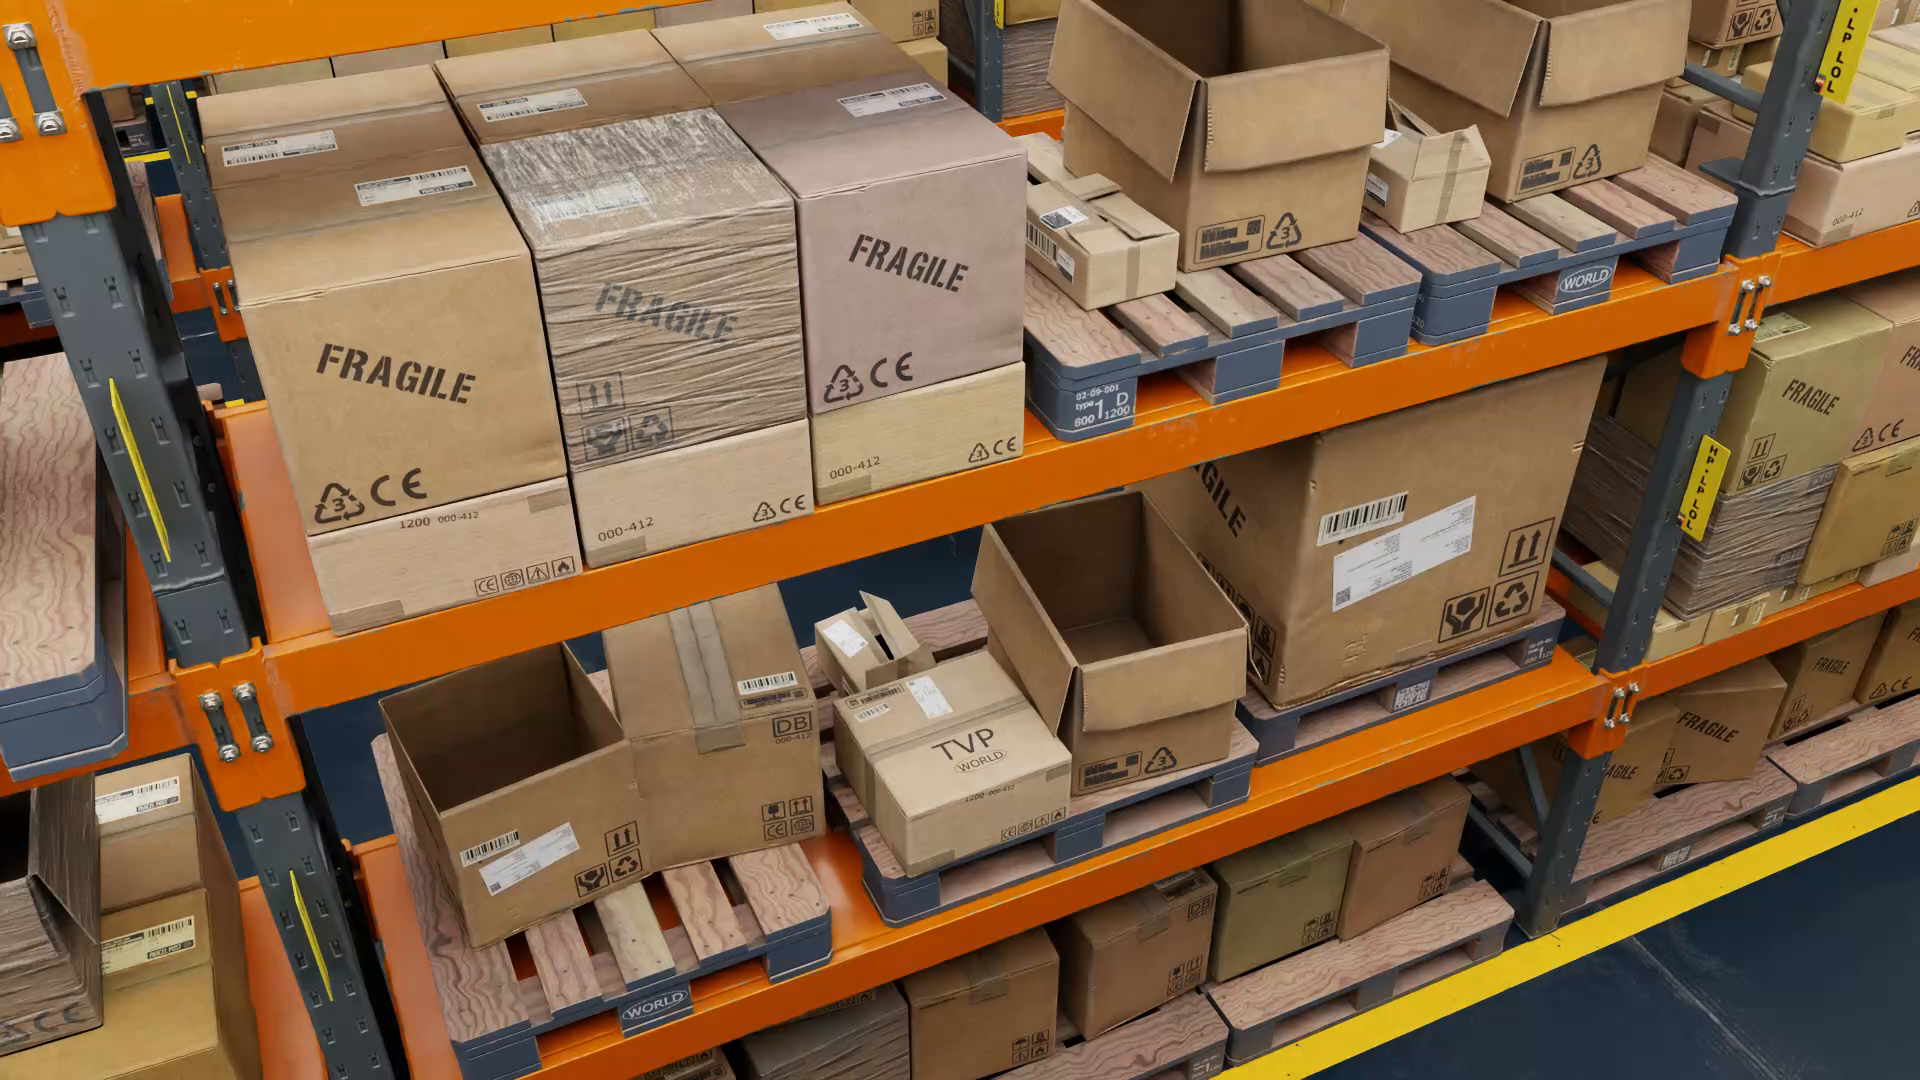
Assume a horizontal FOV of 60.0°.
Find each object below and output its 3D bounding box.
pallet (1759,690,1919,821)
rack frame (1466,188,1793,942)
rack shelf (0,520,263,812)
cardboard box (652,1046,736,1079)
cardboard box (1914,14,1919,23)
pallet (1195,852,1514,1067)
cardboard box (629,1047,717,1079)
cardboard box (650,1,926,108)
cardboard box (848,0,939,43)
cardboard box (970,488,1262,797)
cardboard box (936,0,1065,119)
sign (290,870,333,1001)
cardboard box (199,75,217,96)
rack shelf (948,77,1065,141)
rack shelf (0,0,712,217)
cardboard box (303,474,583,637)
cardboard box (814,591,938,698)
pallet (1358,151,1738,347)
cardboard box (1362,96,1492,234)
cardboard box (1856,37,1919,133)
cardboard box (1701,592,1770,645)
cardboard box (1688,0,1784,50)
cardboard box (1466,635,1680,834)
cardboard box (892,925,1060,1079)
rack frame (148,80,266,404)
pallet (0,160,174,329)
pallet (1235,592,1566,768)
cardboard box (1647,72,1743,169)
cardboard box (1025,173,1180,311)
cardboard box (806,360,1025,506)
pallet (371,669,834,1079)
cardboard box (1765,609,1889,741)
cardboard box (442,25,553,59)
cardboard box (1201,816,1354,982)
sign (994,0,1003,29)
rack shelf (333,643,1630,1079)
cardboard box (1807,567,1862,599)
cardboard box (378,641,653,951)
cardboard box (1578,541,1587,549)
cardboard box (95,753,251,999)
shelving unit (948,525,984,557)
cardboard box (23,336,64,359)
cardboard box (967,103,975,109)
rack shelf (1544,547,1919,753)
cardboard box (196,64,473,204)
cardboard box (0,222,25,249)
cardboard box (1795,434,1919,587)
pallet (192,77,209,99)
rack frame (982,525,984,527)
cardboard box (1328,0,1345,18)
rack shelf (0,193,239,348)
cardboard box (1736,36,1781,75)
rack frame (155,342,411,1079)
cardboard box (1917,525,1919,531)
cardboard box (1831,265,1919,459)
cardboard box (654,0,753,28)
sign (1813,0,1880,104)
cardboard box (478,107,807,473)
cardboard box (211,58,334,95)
[{"bbox_3d":[3.677,0.633,7.219,1.213,0.211,1.003,-16,39,-20],"label":"pallet"},{"bbox_3d":[1.978,0.014,5.714,0.127,3.000,1.000,-16,39,-20],"label":"rack frame"},{"bbox_3d":[-3.453,0.616,2.987,4.000,0.370,1.077,-16,39,-20],"label":"rack shelf"},{"bbox_3d":[-1.045,1.673,5.206,0.500,0.500,0.700,-18,40,-22],"label":"cardboard box"},{"bbox_3d":[3.074,-1.454,4.966,0.250,0.149,0.380,-14,39,-19],"label":"cardboard box"},{"bbox_3d":[1.274,1.331,6.278,1.213,0.211,1.003,-16,39,-20],"label":"pallet"},{"bbox_3d":[-1.049,1.366,4.989,0.500,0.250,0.500,-14,39,-18],"label":"cardboard box"},{"bbox_3d":[-0.403,-0.928,3.962,0.500,0.500,0.500,-15,39,-19],"label":"cardboard box"},{"bbox_3d":[-0.485,-3.000,8.853,0.500,0.500,0.700,-16,40,-21],"label":"cardboard box"},{"bbox_3d":[0.448,0.292,4.899,0.637,0.503,0.797,-12,38,-15],"label":"cardboard box"},{"bbox_3d":[0.291,-2.847,9.445,0.550,0.550,0.875,-16,39,-20],"label":"cardboard box"},{"bbox_3d":[-1.404,0.859,3.601,0.005,0.325,0.100,-16,39,-20],"label":"sign"},{"bbox_3d":[-5.338,-3.569,12.397,0.625,0.372,0.950,-18,40,-23],"label":"cardboard box"},{"bbox_3d":[1.773,-2.904,10.251,4.000,0.370,1.077,-16,39,-20],"label":"rack shelf"},{"bbox_3d":[0.168,-1.440,3.578,4.000,0.370,1.077,-16,39,-20],"label":"rack shelf"},{"bbox_3d":[-1.109,-0.100,3.475,0.500,0.250,0.500,-15,39,-19],"label":"cardboard box"},{"bbox_3d":[-0.248,0.344,5.029,0.258,0.266,0.396,-17,40,-21],"label":"cardboard box"},{"bbox_3d":[1.374,-1.017,4.743,1.003,0.211,1.213,-16,39,-20],"label":"pallet"},{"bbox_3d":[1.170,-1.014,4.342,0.258,0.266,0.396,-14,39,-18],"label":"cardboard box"},{"bbox_3d":[2.616,-1.311,4.773,0.250,0.149,0.380,-18,40,-22],"label":"cardboard box"},{"bbox_3d":[2.533,0.166,5.719,0.250,0.149,0.380,-16,39,-20],"label":"cardboard box"},{"bbox_3d":[2.277,-1.803,4.892,0.500,0.500,0.500,-17,40,-21],"label":"cardboard box"},{"bbox_3d":[2.357,0.769,6.441,0.500,0.500,0.500,-17,40,-21],"label":"cardboard box"},{"bbox_3d":[-0.038,1.378,5.603,0.500,0.500,0.700,-12,38,-16],"label":"cardboard box"},{"bbox_3d":[-3.659,-1.674,7.990,0.127,3.000,1.000,-16,39,-20],"label":"rack frame"},{"bbox_3d":[-4.258,-1.360,7.726,1.003,0.211,1.213,-16,39,-20],"label":"pallet"},{"bbox_3d":[1.225,0.206,5.616,1.213,0.211,1.003,-16,39,-20],"label":"pallet"},{"bbox_3d":[2.280,-1.387,5.210,0.500,0.250,0.500,-14,39,-18],"label":"cardboard box"},{"bbox_3d":[0.324,-0.738,4.052,0.250,0.166,0.380,-17,40,-21],"label":"cardboard box"},{"bbox_3d":[-0.183,-0.365,3.833,0.500,0.250,0.500,-15,39,-19],"label":"cardboard box"},{"bbox_3d":[-1.043,0.865,4.727,1.003,0.211,1.213,-16,39,-20],"label":"pallet"},{"bbox_3d":[3.401,0.421,6.911,0.500,0.500,0.500,-19,41,-24],"label":"cardboard box"},{"bbox_3d":[-2.327,-2.484,8.158,0.500,0.500,0.700,-16,40,-21],"label":"cardboard box"},{"bbox_3d":[0.974,1.095,5.985,0.500,0.500,0.700,-16,39,-20],"label":"cardboard box"},{"bbox_3d":[0.202,-2.830,8.642,0.005,0.325,0.100,-16,39,-20],"label":"sign"},{"bbox_3d":[0.168,0.809,5.246,4.000,0.370,1.077,-16,39,-20],"label":"rack shelf"},{"bbox_3d":[2.969,0.019,5.917,0.250,0.149,0.380,-16,39,-20],"label":"cardboard box"},{"bbox_3d":[-1.171,0.659,4.407,0.500,0.500,0.500,-21,41,-25],"label":"cardboard box"},{"bbox_3d":[2.278,-0.157,6.154,0.250,0.149,0.380,-16,39,-20],"label":"cardboard box"},{"bbox_3d":[-2.198,0.962,4.351,0.500,0.500,0.500,-14,39,-19],"label":"cardboard box"},{"bbox_3d":[0.013,-0.486,7.898,0.189,1.200,0.258,-16,39,-20],"label":"shelving unit"},{"bbox_3d":[-4.166,-0.826,7.962,0.500,0.250,0.500,-17,40,-21],"label":"cardboard box"},{"bbox_3d":[0.562,-2.124,10.026,0.875,0.875,0.875,-15,39,-19],"label":"cardboard box"},{"bbox_3d":[3.789,-0.204,6.611,4.000,0.370,1.077,-16,39,-20],"label":"rack shelf"},{"bbox_3d":[-1.317,-0.675,3.621,0.500,0.500,0.500,-15,39,-19],"label":"cardboard box"},{"bbox_3d":[-4.153,-1.423,7.259,0.250,0.149,0.380,-14,39,-18],"label":"cardboard box"},{"bbox_3d":[2.880,-0.334,5.849,0.500,0.500,0.875,-16,39,-20],"label":"cardboard box"},{"bbox_3d":[-5.145,-3.395,12.650,1.213,0.211,1.003,-16,39,-20],"label":"pallet"},{"bbox_3d":[0.096,-0.509,7.929,0.006,1.200,0.240,-16,39,-20],"label":"rack frame"},{"bbox_3d":[2.218,-3.416,10.212,0.550,0.550,0.875,-16,39,-20],"label":"cardboard box"},{"bbox_3d":[-5.469,-0.879,7.521,4.000,0.370,1.077,-16,39,-20],"label":"rack shelf"},{"bbox_3d":[2.431,-1.548,5.092,0.250,0.149,0.380,-15,39,-19],"label":"cardboard box"},{"bbox_3d":[-1.643,1.026,4.349,0.127,3.000,1.000,-16,39,-20],"label":"rack frame"},{"bbox_3d":[3.422,-0.107,6.088,0.250,0.149,0.380,-16,39,-20],"label":"cardboard box"},{"bbox_3d":[2.946,-0.652,5.438,0.500,0.500,0.500,-16,39,-20],"label":"cardboard box"},{"bbox_3d":[-1.407,-2.741,8.504,0.500,0.500,0.700,-15,39,-20],"label":"cardboard box"},{"bbox_3d":[2.217,-1.259,4.147,0.005,0.325,0.100,-16,39,-20],"label":"sign"},{"bbox_3d":[-0.647,-0.526,3.420,0.500,0.500,0.500,-15,39,-20],"label":"cardboard box"},{"bbox_3d":[-3.248,-2.224,7.808,0.500,0.500,0.700,-16,39,-20],"label":"cardboard box"}]
